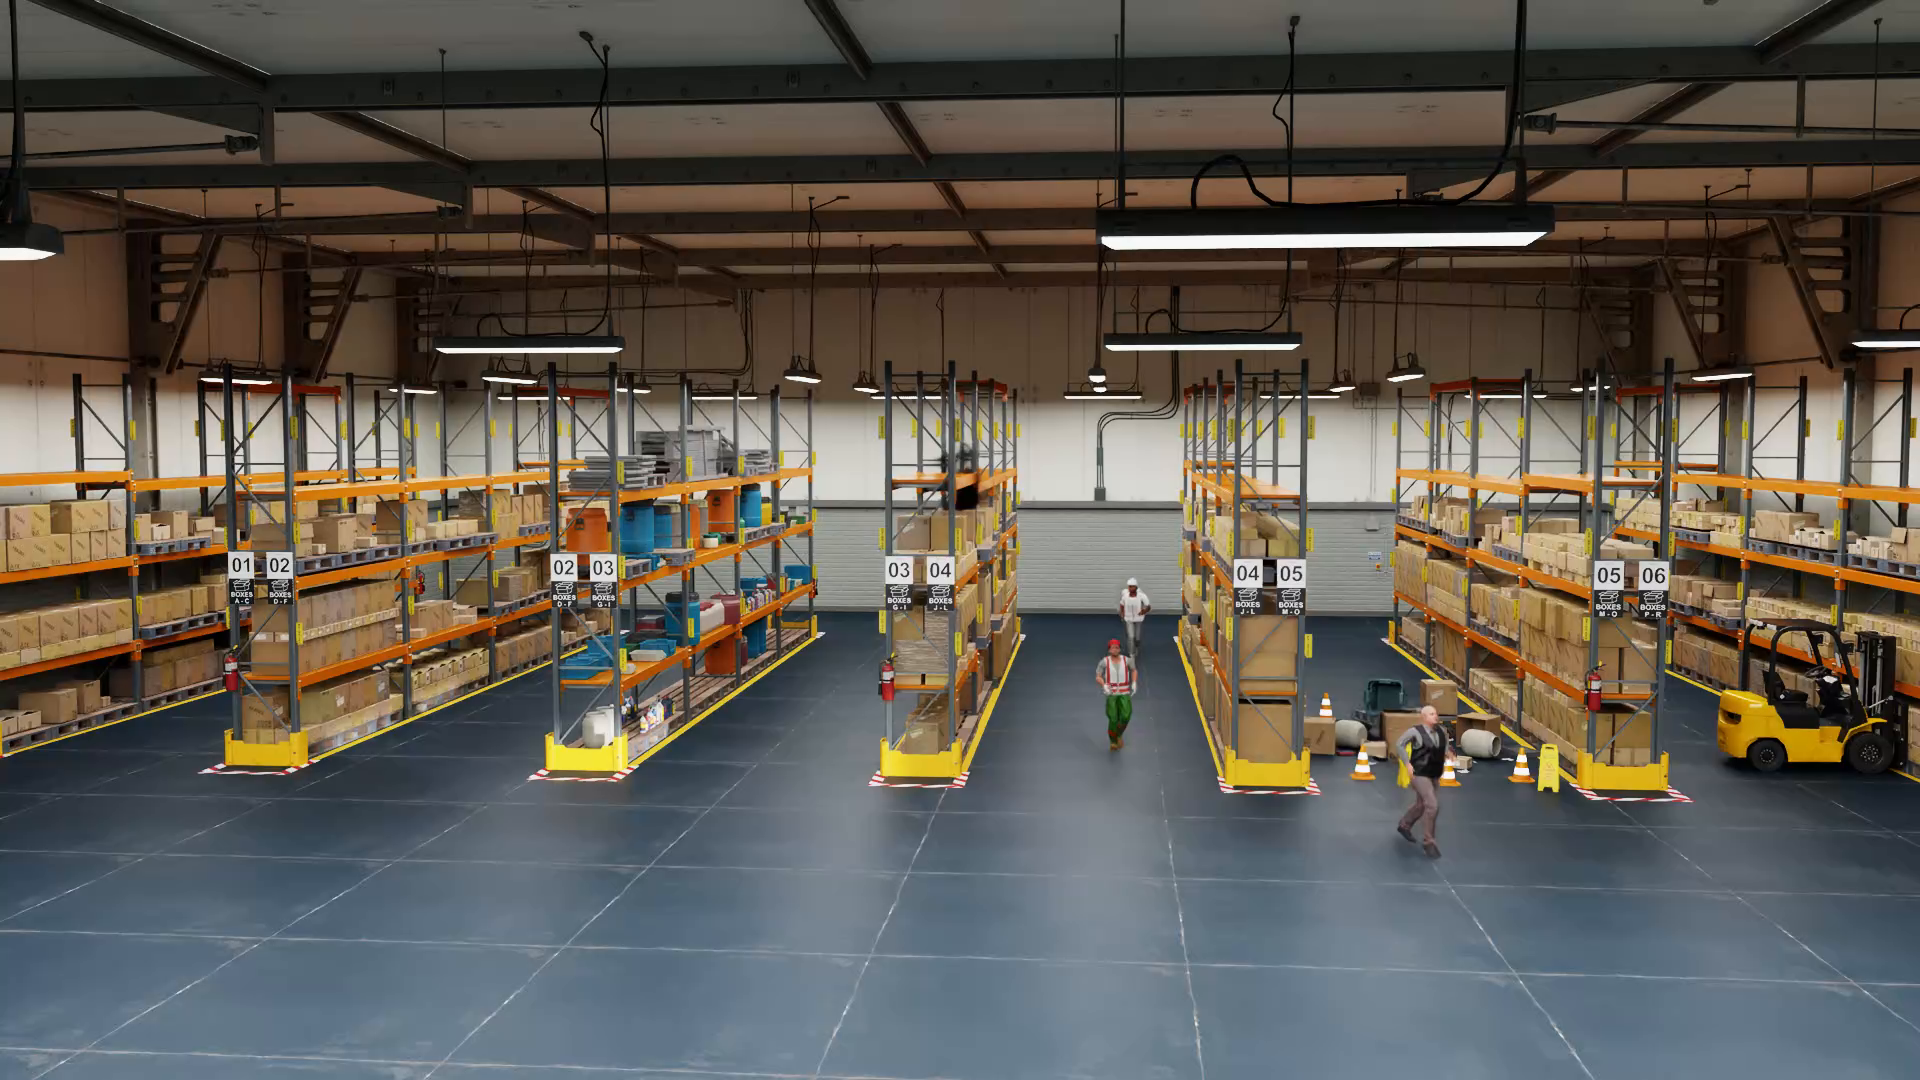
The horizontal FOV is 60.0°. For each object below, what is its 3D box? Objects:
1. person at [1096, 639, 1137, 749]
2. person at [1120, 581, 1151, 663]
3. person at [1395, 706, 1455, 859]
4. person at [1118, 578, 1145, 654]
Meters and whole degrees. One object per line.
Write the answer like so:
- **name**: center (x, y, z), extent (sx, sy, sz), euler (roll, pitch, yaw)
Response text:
- **person**: center (2.458, 2.418, 25.946), extent (0.673, 1.739, 0.585), euler (0, 4, -2)
- **person**: center (3.795, 1.757, 36.115), extent (0.690, 1.766, 0.844), euler (1, 4, 12)
- **person**: center (5.524, 2.839, 19.811), extent (0.652, 1.769, 0.800), euler (-2, 4, -33)
- **person**: center (3.890, 1.700, 37.674), extent (0.671, 1.745, 0.982), euler (0, 4, -3)
